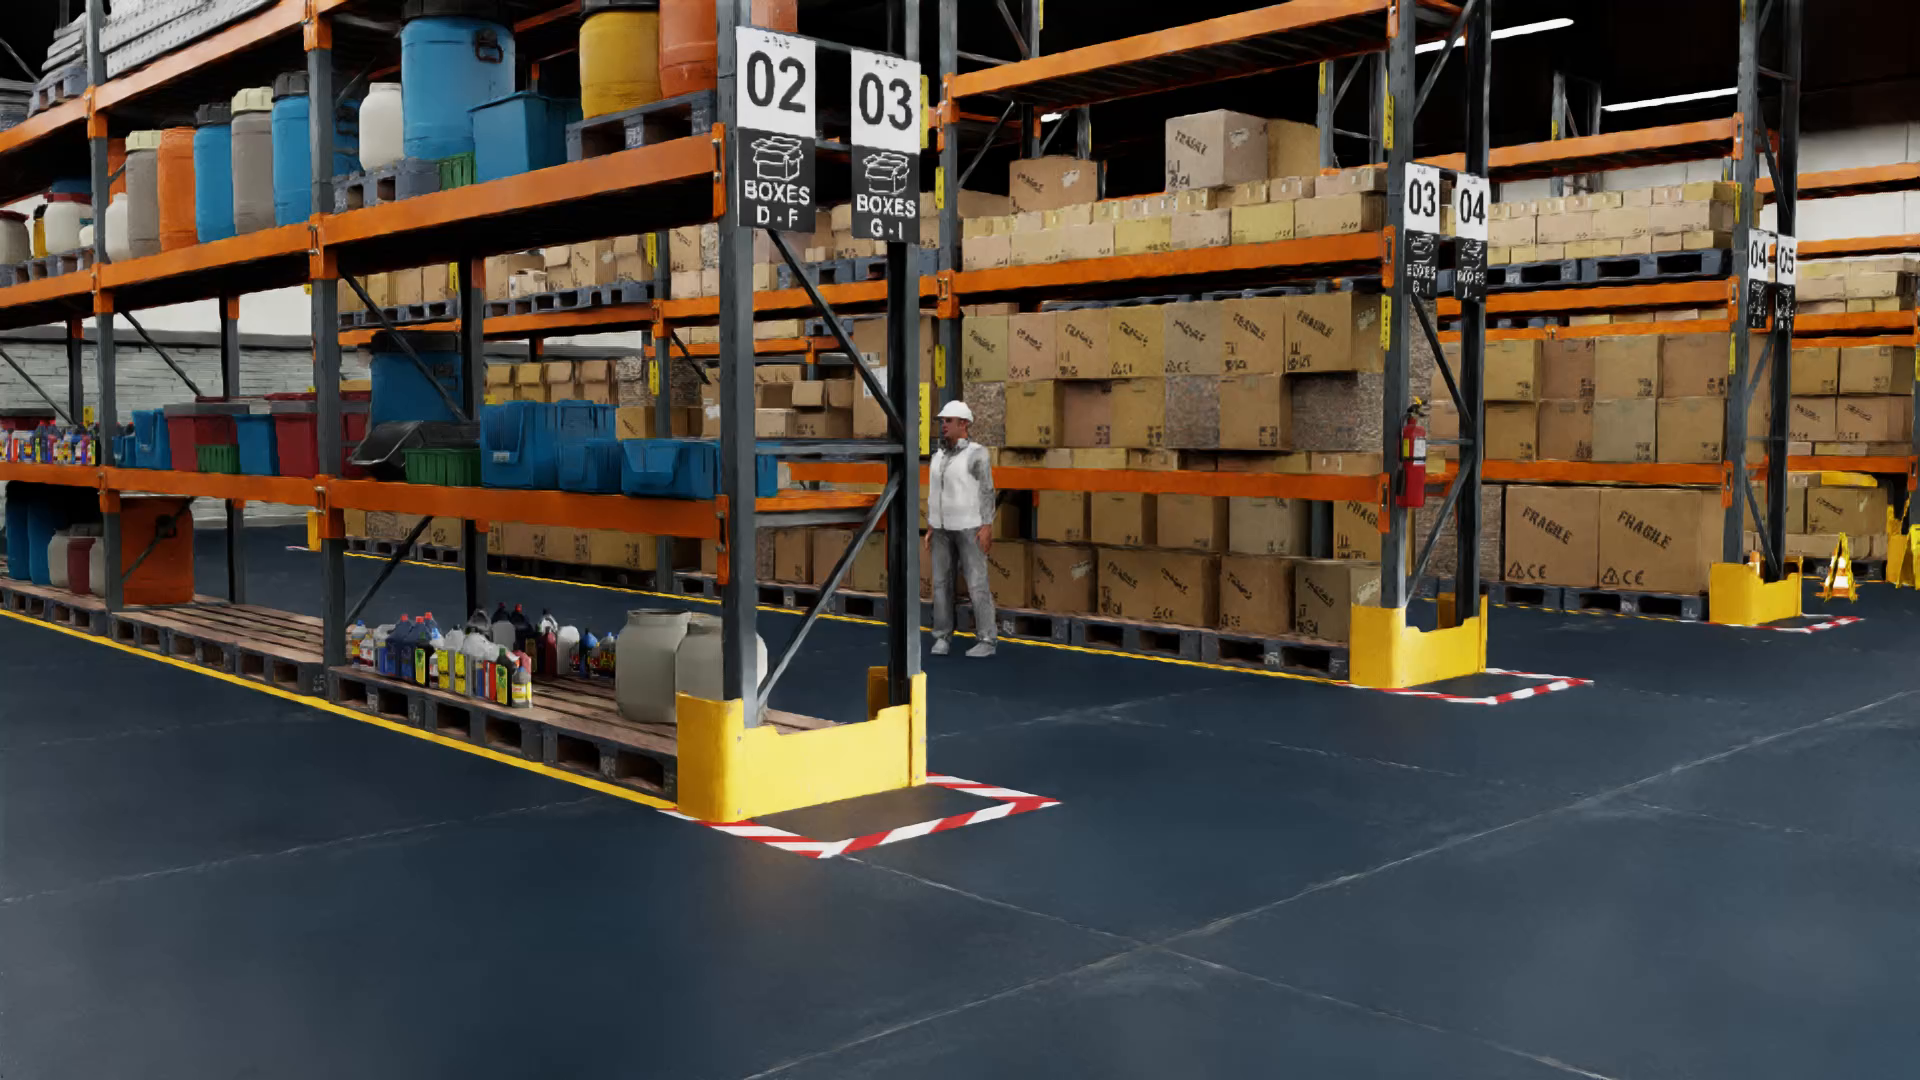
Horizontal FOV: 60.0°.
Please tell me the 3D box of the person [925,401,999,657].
[{"bbox_3d":[-0.010,-0.084,11.617,0.548,1.773,0.395,3,5,40],"label":"person"}]
